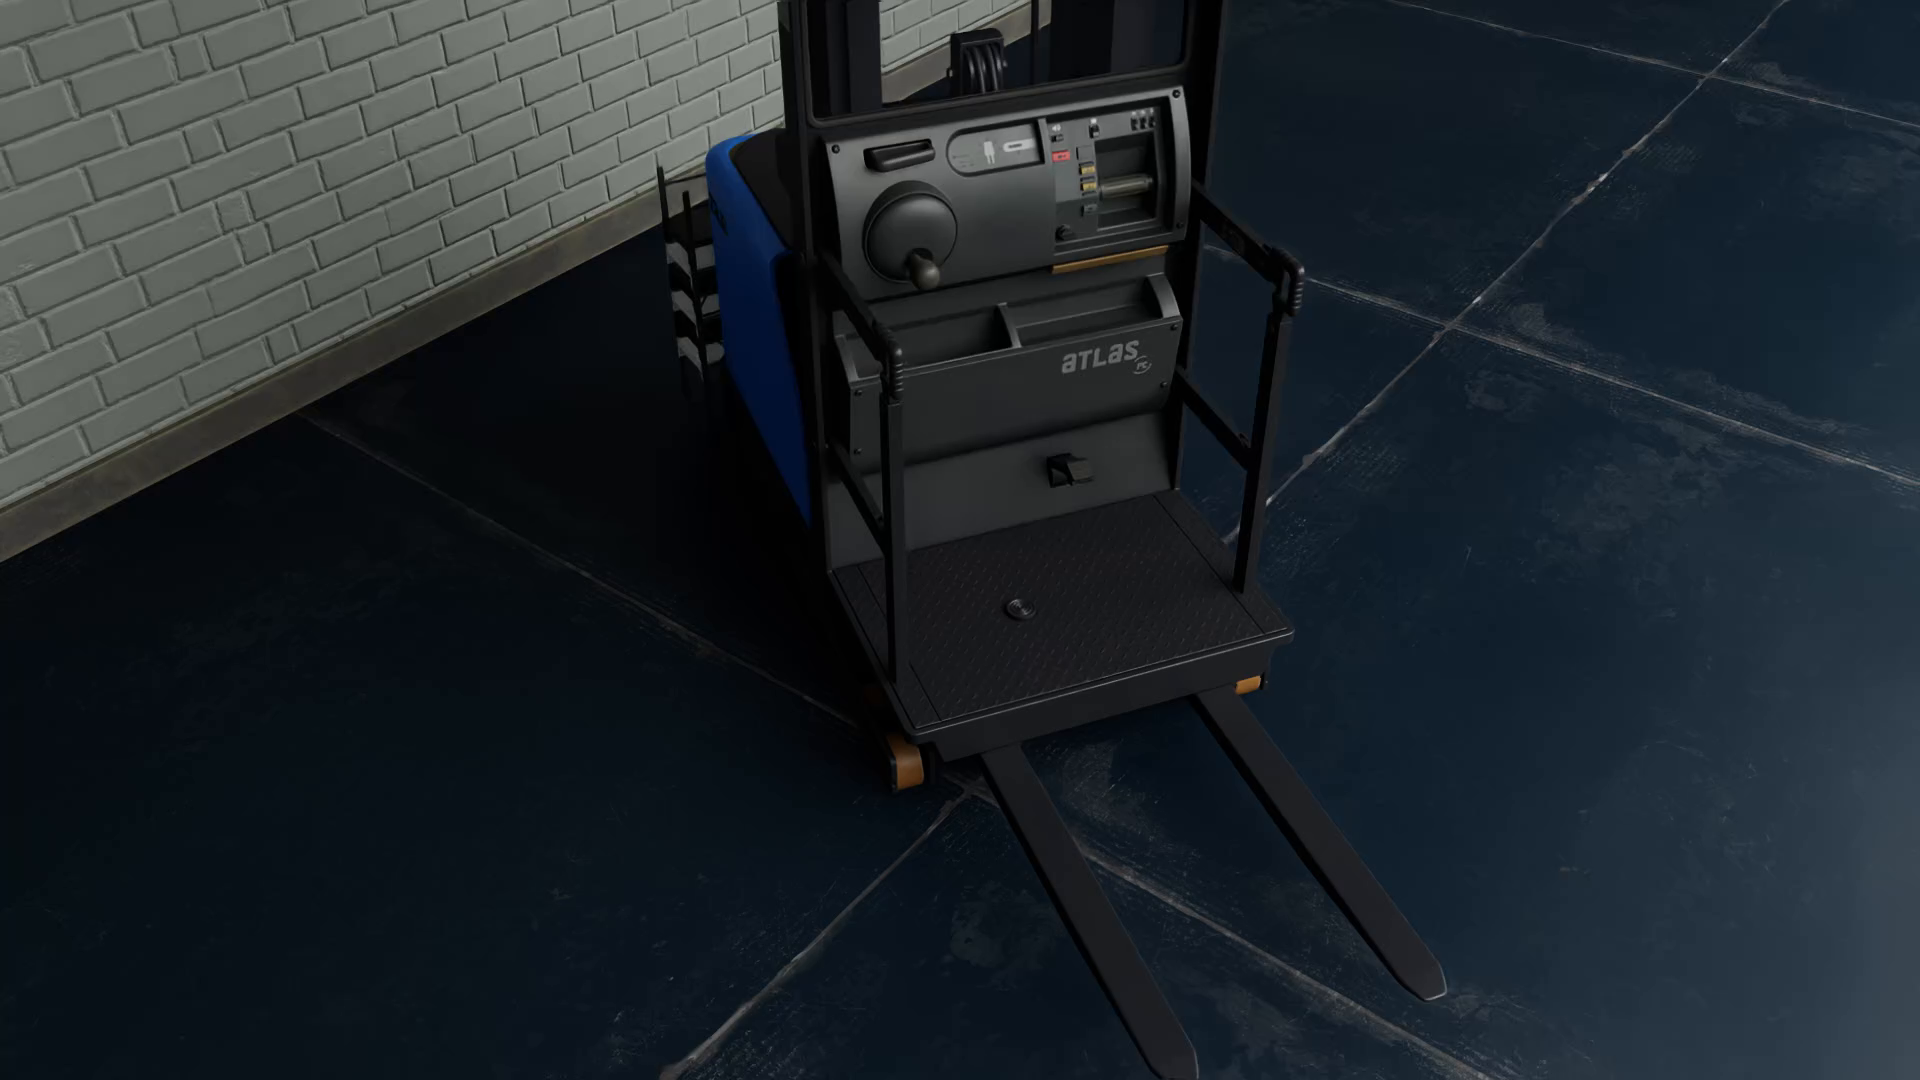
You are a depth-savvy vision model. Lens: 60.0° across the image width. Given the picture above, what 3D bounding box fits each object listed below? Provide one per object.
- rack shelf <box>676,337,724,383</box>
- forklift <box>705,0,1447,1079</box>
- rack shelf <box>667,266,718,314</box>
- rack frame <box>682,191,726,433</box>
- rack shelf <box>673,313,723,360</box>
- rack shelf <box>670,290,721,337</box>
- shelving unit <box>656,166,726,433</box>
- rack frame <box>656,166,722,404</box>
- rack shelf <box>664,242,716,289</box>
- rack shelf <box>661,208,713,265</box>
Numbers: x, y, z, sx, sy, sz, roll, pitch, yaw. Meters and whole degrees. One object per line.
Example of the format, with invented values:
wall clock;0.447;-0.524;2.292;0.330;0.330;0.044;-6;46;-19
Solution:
rack shelf;-0.813;-0.649;5.695;0.258;0.077;0.200;-20;42;-24
forklift;0.210;-0.787;3.877;1.130;2.935;3.031;-13;40;-16
rack shelf;-0.813;-0.862;5.529;0.258;0.077;0.200;-20;42;-24
rack frame;-0.761;-0.764;5.495;0.240;0.900;0.006;-20;42;-24
rack shelf;-0.813;-0.720;5.640;0.258;0.077;0.200;-20;42;-24
rack shelf;-0.813;-0.791;5.584;0.258;0.077;0.200;-20;42;-24
shelving unit;-0.813;-0.817;5.564;0.258;0.900;0.210;-20;42;-24
rack frame;-0.865;-0.871;5.633;0.240;0.900;0.006;-20;42;-24
rack shelf;-0.813;-0.933;5.473;0.258;0.077;0.200;-20;42;-24
rack shelf;-0.813;-1.004;5.418;0.258;0.077;0.200;-20;42;-24
